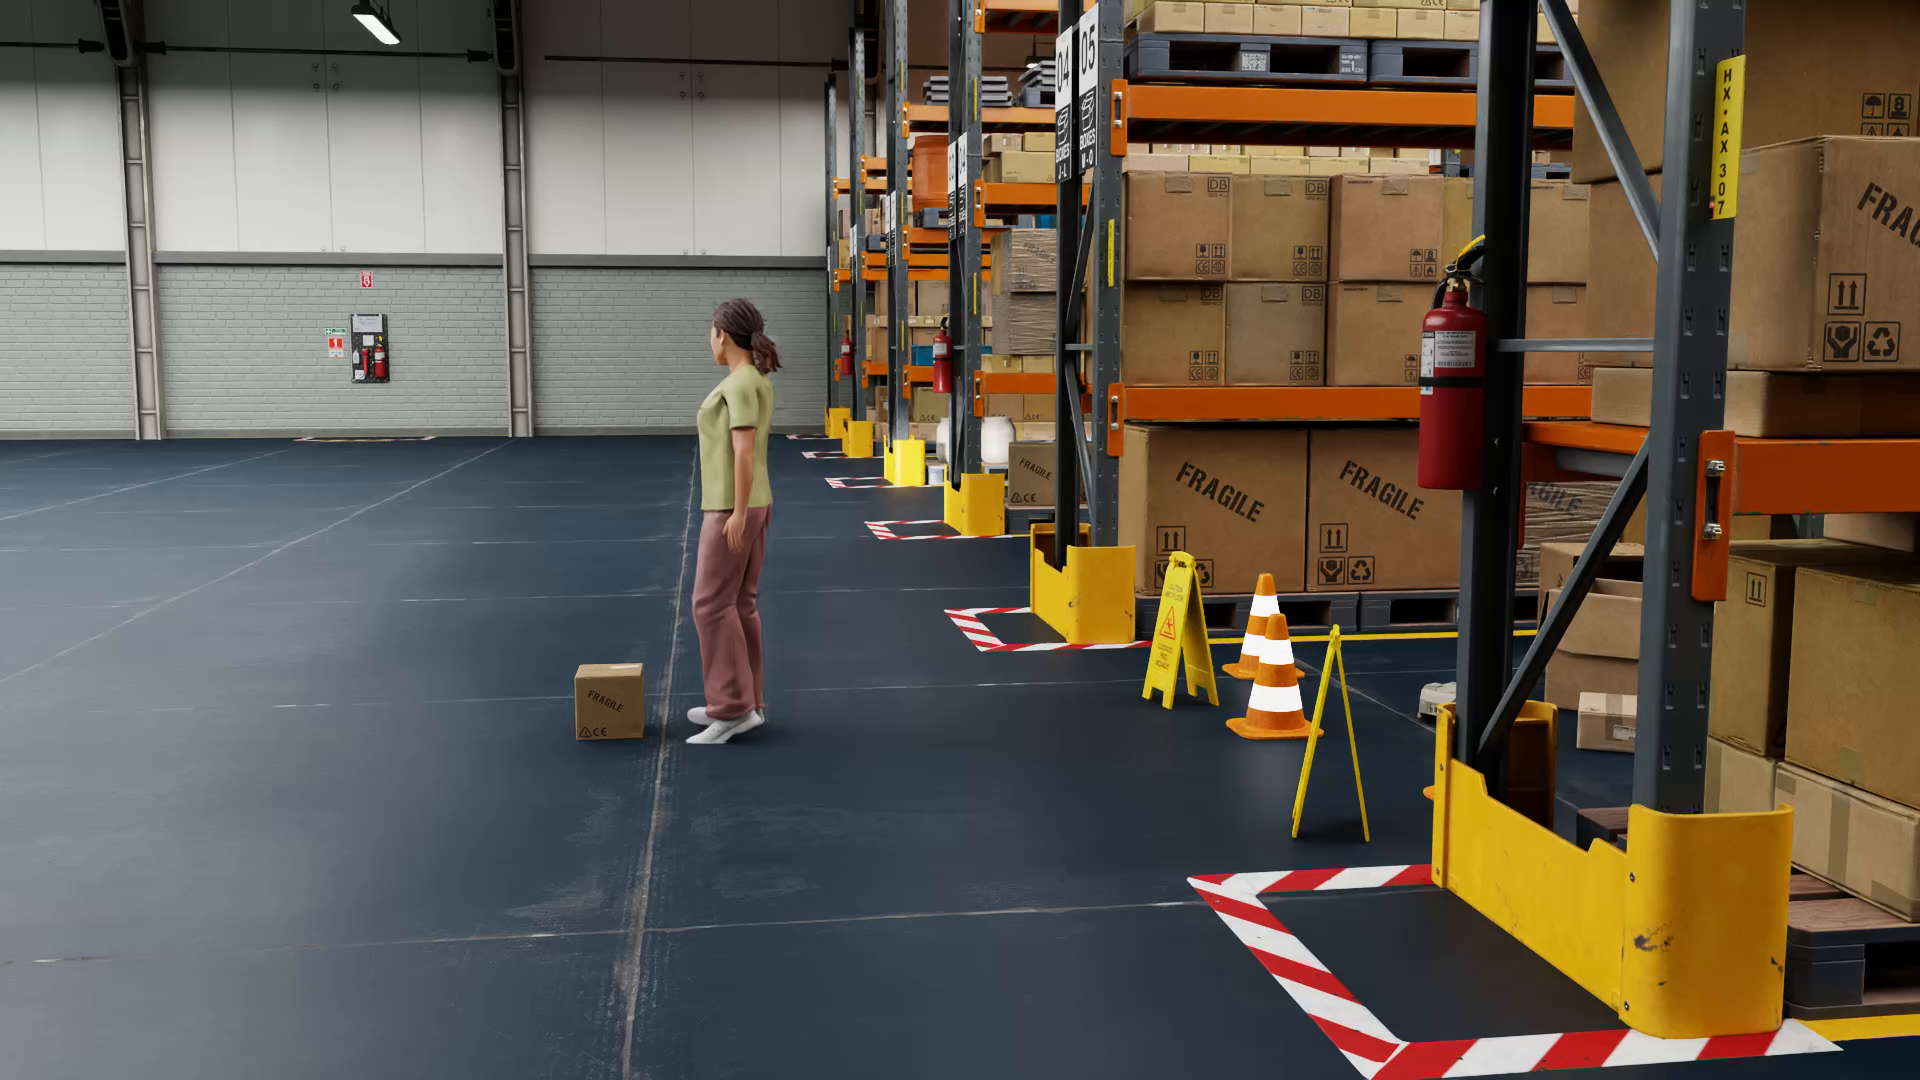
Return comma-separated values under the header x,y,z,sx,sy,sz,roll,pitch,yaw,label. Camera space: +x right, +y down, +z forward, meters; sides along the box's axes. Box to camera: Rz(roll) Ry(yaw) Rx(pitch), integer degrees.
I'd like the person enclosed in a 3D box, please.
x,y,z,sx,sy,sz,roll,pitch,yaw,label
-0.883,-0.073,6.499,0.404,1.725,0.519,0,7,3,person
